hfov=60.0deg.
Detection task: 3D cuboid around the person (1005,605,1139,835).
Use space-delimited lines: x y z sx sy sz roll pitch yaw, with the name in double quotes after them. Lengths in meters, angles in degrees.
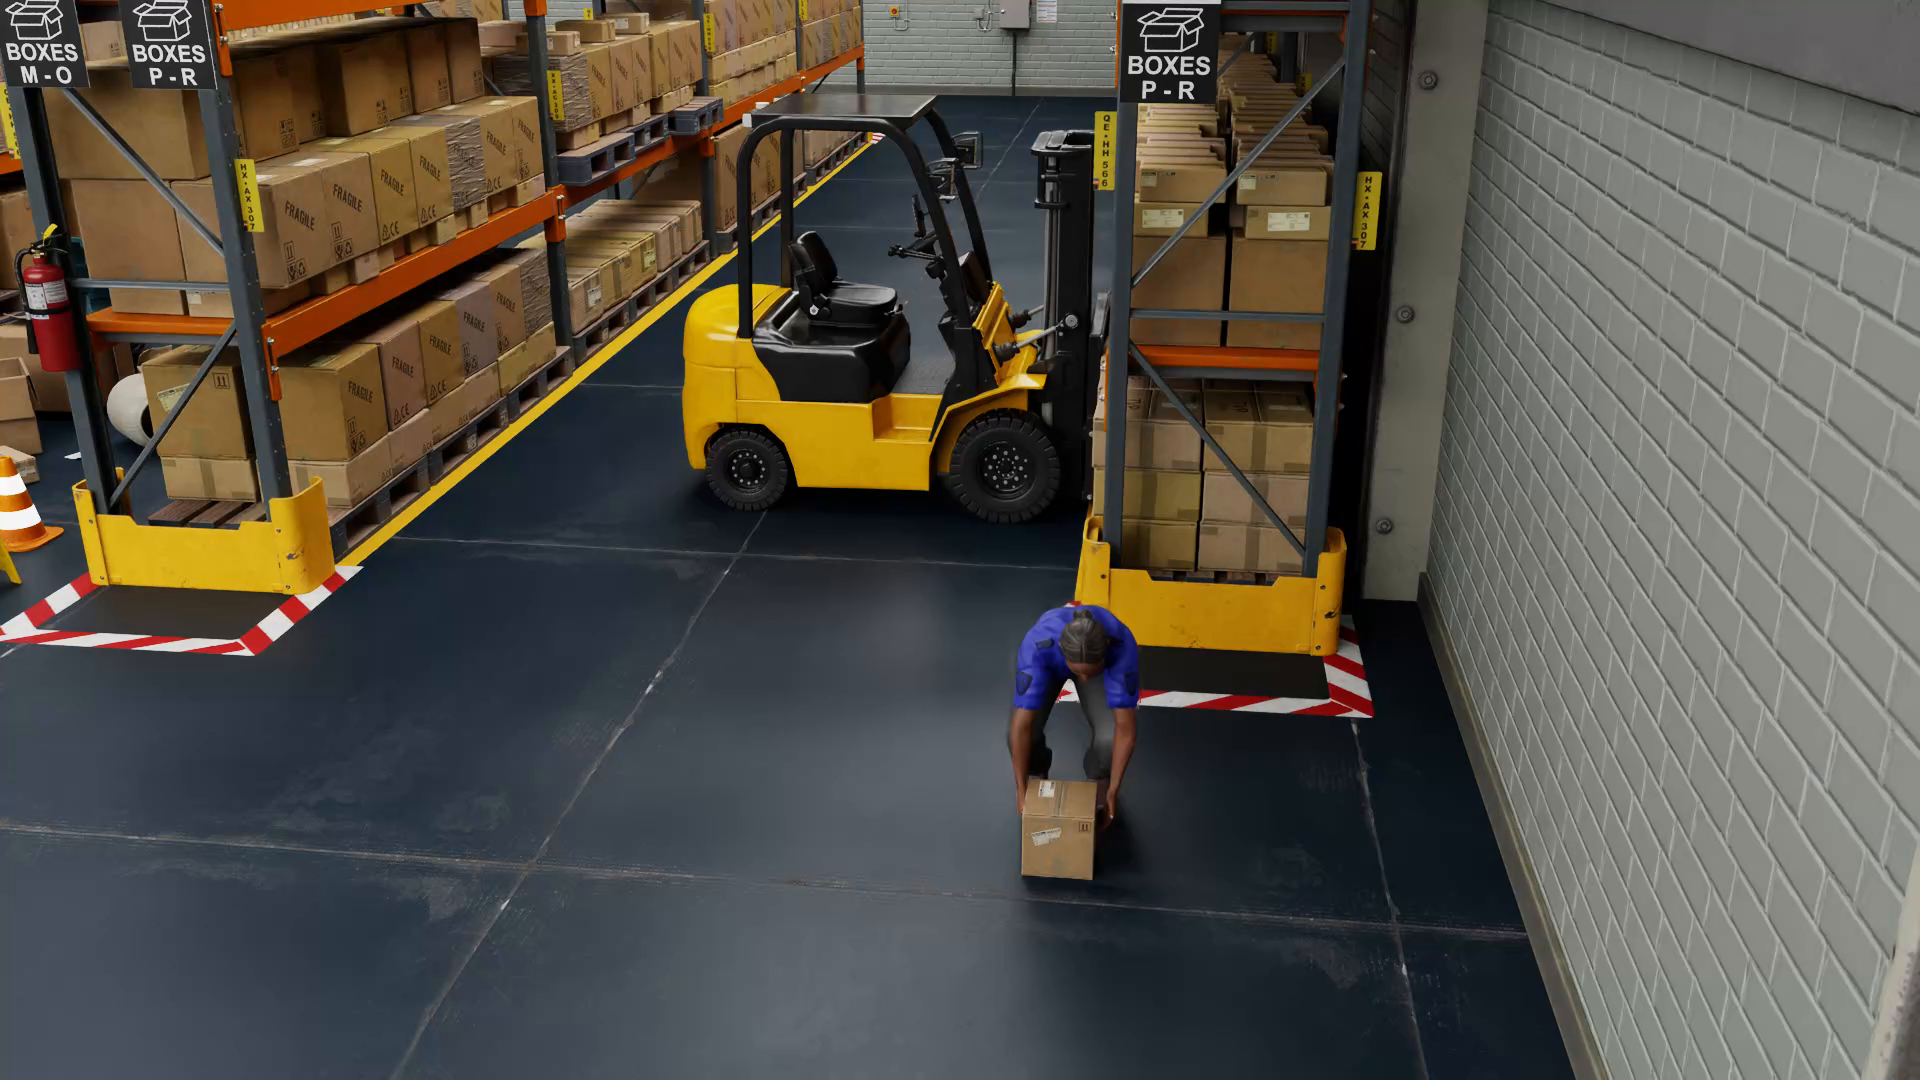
0.416 0.590 6.116 0.483 0.911 0.807 2 21 6 "person"
